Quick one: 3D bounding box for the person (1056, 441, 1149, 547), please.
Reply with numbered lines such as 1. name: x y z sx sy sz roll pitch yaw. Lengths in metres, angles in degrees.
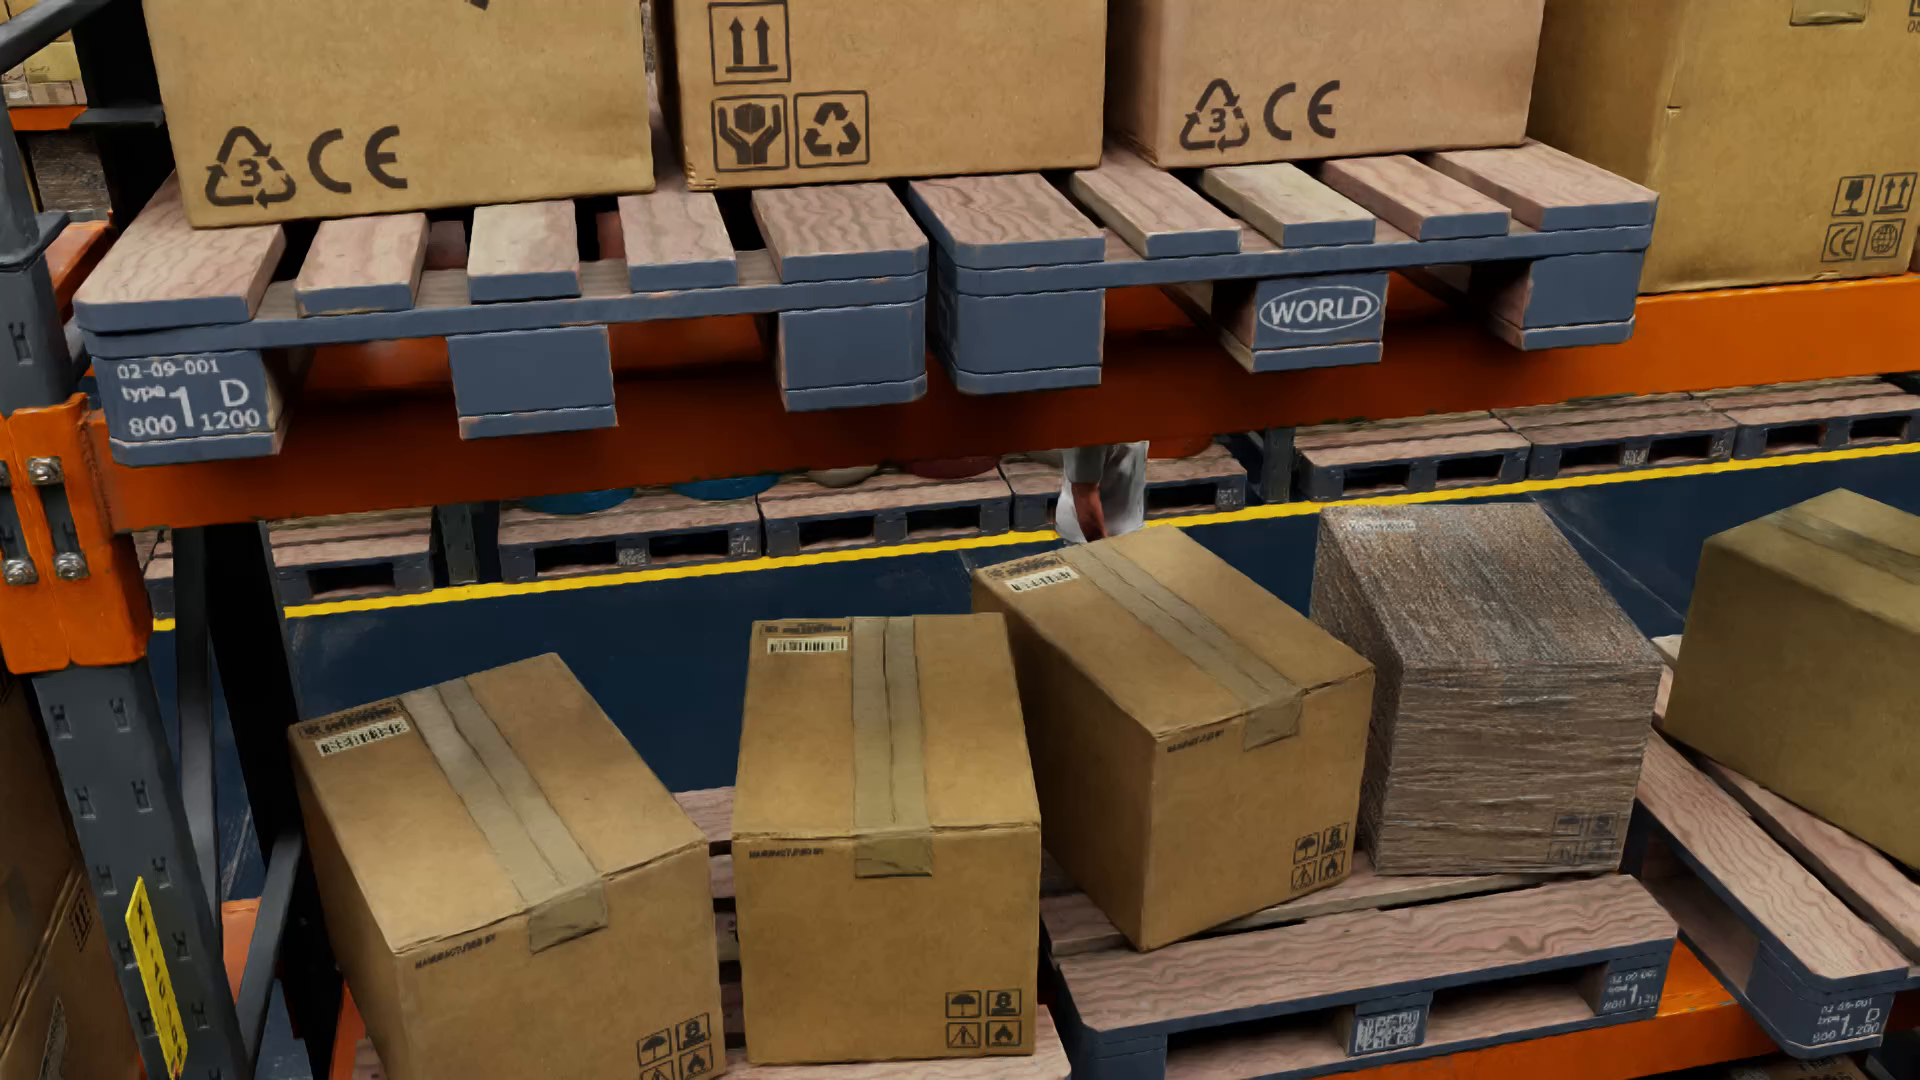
1. person: 0.500 -0.033 6.127 0.501 1.768 0.565 7 27 13
